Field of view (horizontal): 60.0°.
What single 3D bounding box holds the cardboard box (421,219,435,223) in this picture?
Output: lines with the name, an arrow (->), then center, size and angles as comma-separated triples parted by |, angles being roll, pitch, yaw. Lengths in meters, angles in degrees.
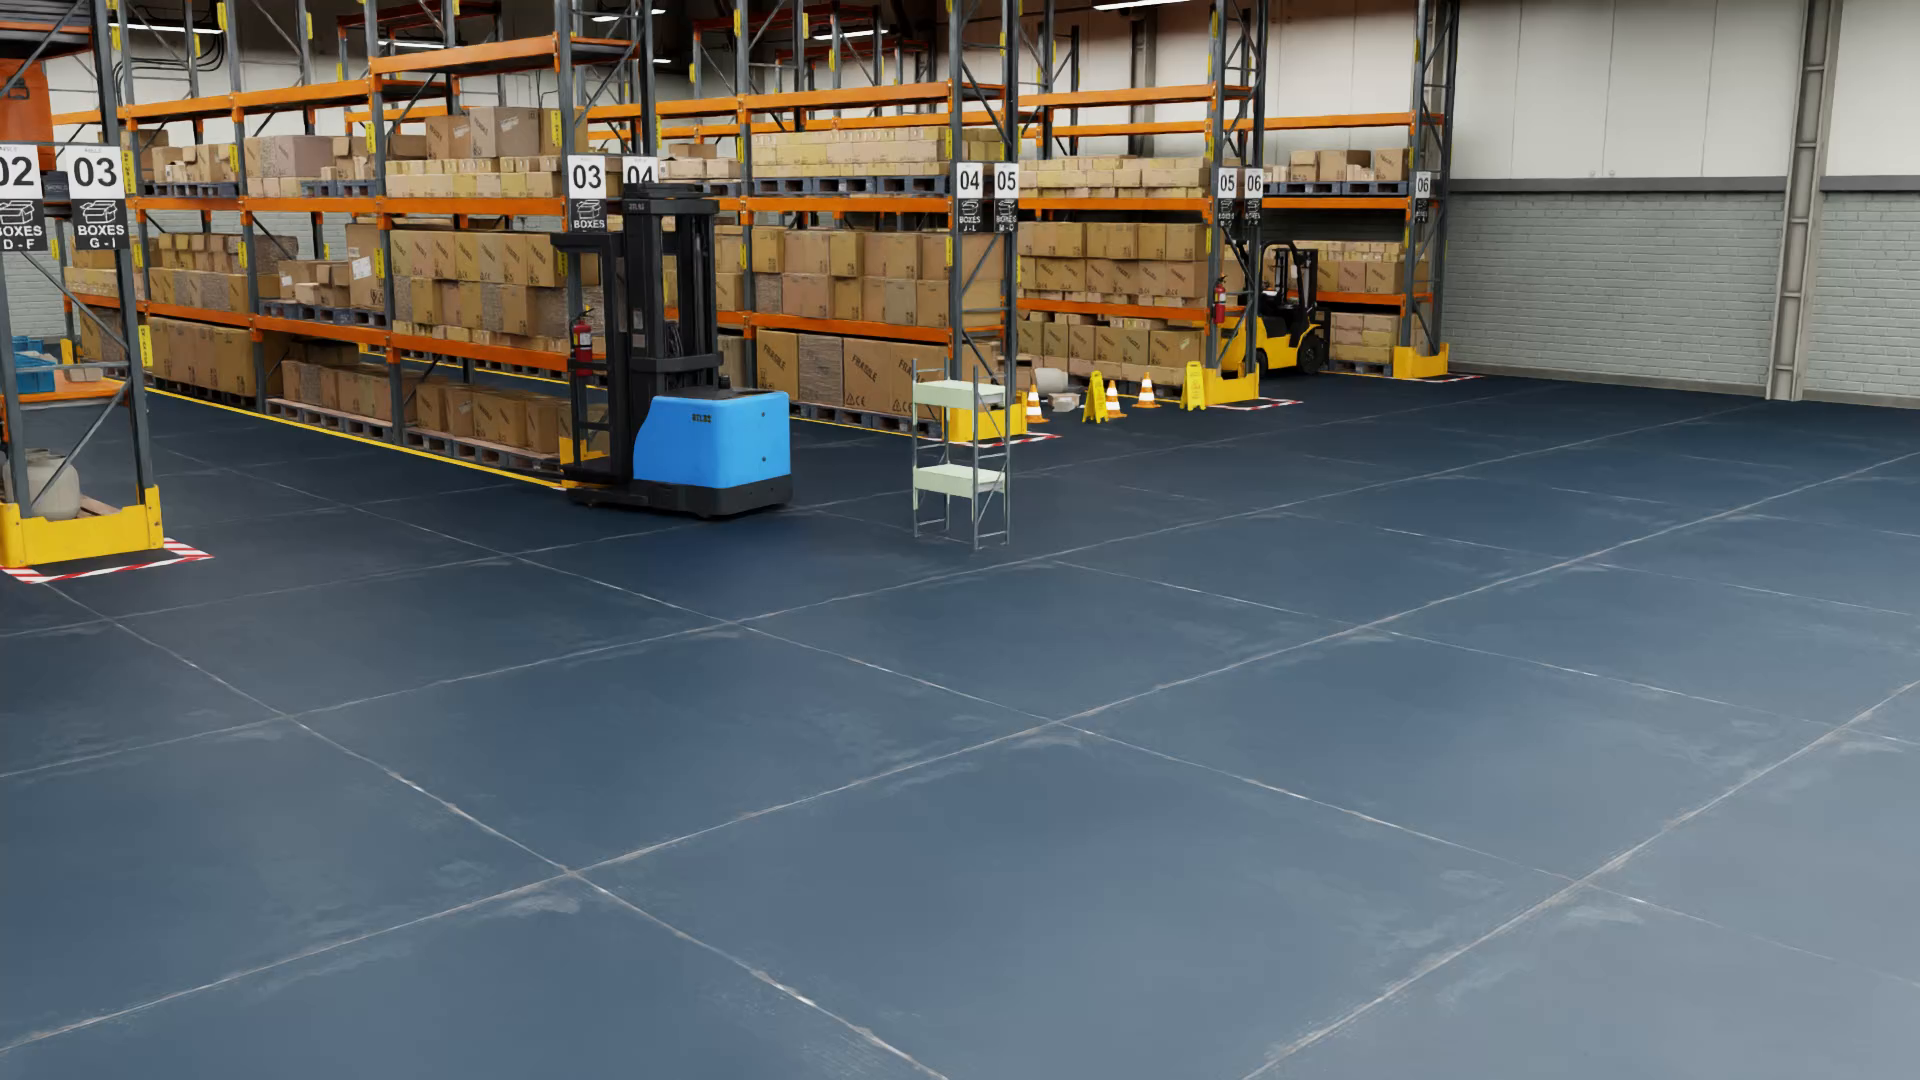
cardboard box -> -8.887, -5.258, 28.537 | 0.500, 0.500, 0.500 | 11, 16, 43

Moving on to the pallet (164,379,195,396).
pallet -> -11.076, -2.324, 24.668 | 1.003, 0.211, 1.213 | -11, 16, -43

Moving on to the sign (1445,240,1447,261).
sign -> 7.784, -4.653, 26.720 | 0.100, 0.325, 0.005 | -11, 16, -43

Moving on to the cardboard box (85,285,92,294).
cardboard box -> -13.708, -4.005, 26.540 | 0.380, 0.149, 0.250 | -11, 16, -44

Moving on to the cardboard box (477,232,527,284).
cardboard box -> -4.628, -2.916, 17.169 | 0.500, 0.500, 0.500 | -11, 16, -43

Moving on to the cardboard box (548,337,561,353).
cardboard box -> -3.894, -1.967, 16.647 | 0.380, 0.149, 0.250 | -11, 16, -43

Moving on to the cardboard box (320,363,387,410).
cardboard box -> -7.635, -1.943, 21.014 | 0.700, 0.500, 0.500 | -9, 15, -38

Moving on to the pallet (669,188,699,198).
pallet -> -3.986, -5.012, 23.838 | 1.003, 0.211, 1.213 | -10, 15, -40

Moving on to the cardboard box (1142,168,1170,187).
cardboard box -> 2.906, -5.075, 23.313 | 0.500, 0.250, 0.500 | -11, 16, -43

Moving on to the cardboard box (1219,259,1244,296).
cardboard box -> 3.665, -3.724, 23.567 | 0.500, 0.500, 0.500 | -11, 16, -43

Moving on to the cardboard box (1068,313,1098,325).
cardboard box -> 1.828, -3.285, 24.731 | 0.380, 0.149, 0.250 | -10, 15, -39

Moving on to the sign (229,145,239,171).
sign -> -9.308, -4.893, 21.316 | 0.100, 0.325, 0.005 | -11, 16, -43

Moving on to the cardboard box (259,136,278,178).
cardboard box -> -8.415, -4.792, 20.817 | 0.500, 0.500, 0.500 | -11, 16, -42

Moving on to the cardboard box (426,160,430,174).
cardboard box -> -5.531, -4.023, 17.955 | 0.380, 0.149, 0.250 | -10, 15, -41

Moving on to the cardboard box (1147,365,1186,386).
cardboard box -> 3.022, -2.364, 23.727 | 0.500, 0.250, 0.500 | -11, 16, -43

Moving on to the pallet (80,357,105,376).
pallet -> -13.817, -2.904, 27.483 | 1.003, 0.211, 1.213 | -11, 16, -43

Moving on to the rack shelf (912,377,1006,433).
rack shelf -> 0.005, -1.116, 13.677 | 0.431, 0.370, 0.720 | -11, 16, -43

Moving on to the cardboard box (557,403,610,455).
cardboard box -> -3.795, -1.115, 17.045 | 0.500, 0.500, 0.500 | -7, 14, -32

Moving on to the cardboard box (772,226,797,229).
cardboard box -> -2.978, -5.314, 29.544 | 0.500, 0.500, 0.500 | -11, 16, -43

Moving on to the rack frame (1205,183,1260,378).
rack frame -> 3.791, -3.421, 23.084 | 1.000, 3.000, 0.127 | -11, 16, -43

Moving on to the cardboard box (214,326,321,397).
cardboard box -> -9.362, -2.477, 22.724 | 0.875, 0.875, 1.225 | 11, 16, 43

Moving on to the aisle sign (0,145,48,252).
aisle sign -> -7.124, -2.572, 12.517 | 0.394, 0.787, 0.004 | -11, 16, -43

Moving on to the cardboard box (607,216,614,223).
cardboard box -> -6.884, -6.440, 33.404 | 0.380, 0.149, 0.250 | -10, 15, -41

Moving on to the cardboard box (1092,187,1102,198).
cardboard box -> 2.133, -5.046, 24.159 | 0.380, 0.149, 0.250 | -11, 16, -42

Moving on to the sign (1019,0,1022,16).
sign -> 0.687, -6.267, 19.320 | 0.100, 0.325, 0.005 | -11, 16, -43

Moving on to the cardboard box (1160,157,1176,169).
cardboard box -> 3.004, -5.244, 23.144 | 0.380, 0.149, 0.250 | -11, 16, -43

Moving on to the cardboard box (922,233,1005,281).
cardboard box -> 0.053, -3.379, 19.830 | 0.875, 0.550, 0.550 | -11, 16, -43

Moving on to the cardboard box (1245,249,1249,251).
cardboard box -> 5.026, -4.909, 28.451 | 0.380, 0.149, 0.250 | -11, 16, -43

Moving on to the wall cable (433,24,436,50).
wall cable -> -12.508, -12.208, 35.998 | 2.355, 3.000, 0.029 | -11, 16, -43

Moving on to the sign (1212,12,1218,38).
sign -> 3.376, -6.820, 22.008 | 0.100, 0.325, 0.005 | -11, 16, -43

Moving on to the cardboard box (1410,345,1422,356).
cardboard box -> 7.181, -3.072, 27.160 | 0.500, 0.250, 0.500 | -11, 16, -42

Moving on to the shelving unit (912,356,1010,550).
shelving unit -> 0.005, -0.734, 13.755 | 0.431, 1.500, 0.755 | -11, 16, -43

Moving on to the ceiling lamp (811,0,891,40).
ceiling lamp -> -1.919, -11.234, 31.670 | 0.800, 3.185, 2.000 | -11, 16, -43

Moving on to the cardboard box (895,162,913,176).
cardboard box -> -0.545, -4.393, 19.702 | 0.380, 0.149, 0.250 | -11, 16, -42

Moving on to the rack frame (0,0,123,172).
rack frame -> -6.958, -4.289, 12.426 | 1.000, 3.000, 0.127 | -11, 16, -43

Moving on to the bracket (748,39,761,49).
bracket -> -4.851, -11.559, 38.795 | 0.235, 0.232, 0.430 | -11, 16, -43

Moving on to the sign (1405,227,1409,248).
sign -> 6.977, -4.723, 25.947 | 0.100, 0.325, 0.005 | -11, 16, -43

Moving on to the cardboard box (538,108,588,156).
cardboard box -> -4.206, -4.203, 17.223 | 0.500, 0.500, 0.500 | -11, 16, -43

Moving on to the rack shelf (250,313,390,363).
rack shelf -> -7.520, -2.564, 20.704 | 1.077, 0.370, 4.000 | -11, 16, -43

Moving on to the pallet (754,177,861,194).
pallet -> -1.924, -4.605, 21.618 | 1.003, 0.211, 1.213 | -11, 16, -43

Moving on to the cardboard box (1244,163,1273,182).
cardboard box -> 5.015, -6.222, 28.178 | 0.500, 0.311, 0.500 | -10, 16, -41

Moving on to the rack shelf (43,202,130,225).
rack shelf -> -8.340, -2.759, 14.218 | 1.077, 0.370, 4.000 | -11, 16, -43

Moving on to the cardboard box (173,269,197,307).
cardboard box -> -10.833, -3.592, 23.667 | 0.500, 0.500, 0.500 | 11, 16, 44

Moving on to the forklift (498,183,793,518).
forklift -> -3.070, -1.827, 15.514 | 3.031, 2.935, 1.130 | 7, 14, 32

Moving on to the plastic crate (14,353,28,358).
plastic crate -> -7.965, -1.404, 13.663 | 0.499, 0.251, 0.408 | -11, 16, -43

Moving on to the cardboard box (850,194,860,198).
cardboard box -> -1.639, -5.865, 28.136 | 0.380, 0.149, 0.250 | -11, 16, -43

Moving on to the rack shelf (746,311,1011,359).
rack shelf -> -1.100, -2.656, 21.154 | 1.077, 0.370, 4.000 | -11, 16, -43

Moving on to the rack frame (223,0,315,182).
rack frame -> -8.901, -6.146, 21.443 | 1.000, 3.000, 0.127 | -11, 16, -43

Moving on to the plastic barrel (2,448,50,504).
plastic barrel -> -7.814, -0.496, 14.010 | 0.421, 0.512, 0.421 | 0, 12, 0

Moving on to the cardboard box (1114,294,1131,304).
cardboard box -> 2.444, -3.500, 24.089 | 0.380, 0.149, 0.250 | -11, 16, -43

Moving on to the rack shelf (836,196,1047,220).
rack shelf -> -0.352, -5.414, 27.105 | 1.077, 0.370, 4.000 | -11, 16, -43

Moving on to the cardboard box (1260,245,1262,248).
cardboard box -> 5.154, -5.008, 28.195 | 0.380, 0.149, 0.250 | -10, 16, -41

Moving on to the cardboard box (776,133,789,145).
cardboard box -> -2.124, -5.117, 21.241 | 0.380, 0.149, 0.250 | -11, 16, -43
